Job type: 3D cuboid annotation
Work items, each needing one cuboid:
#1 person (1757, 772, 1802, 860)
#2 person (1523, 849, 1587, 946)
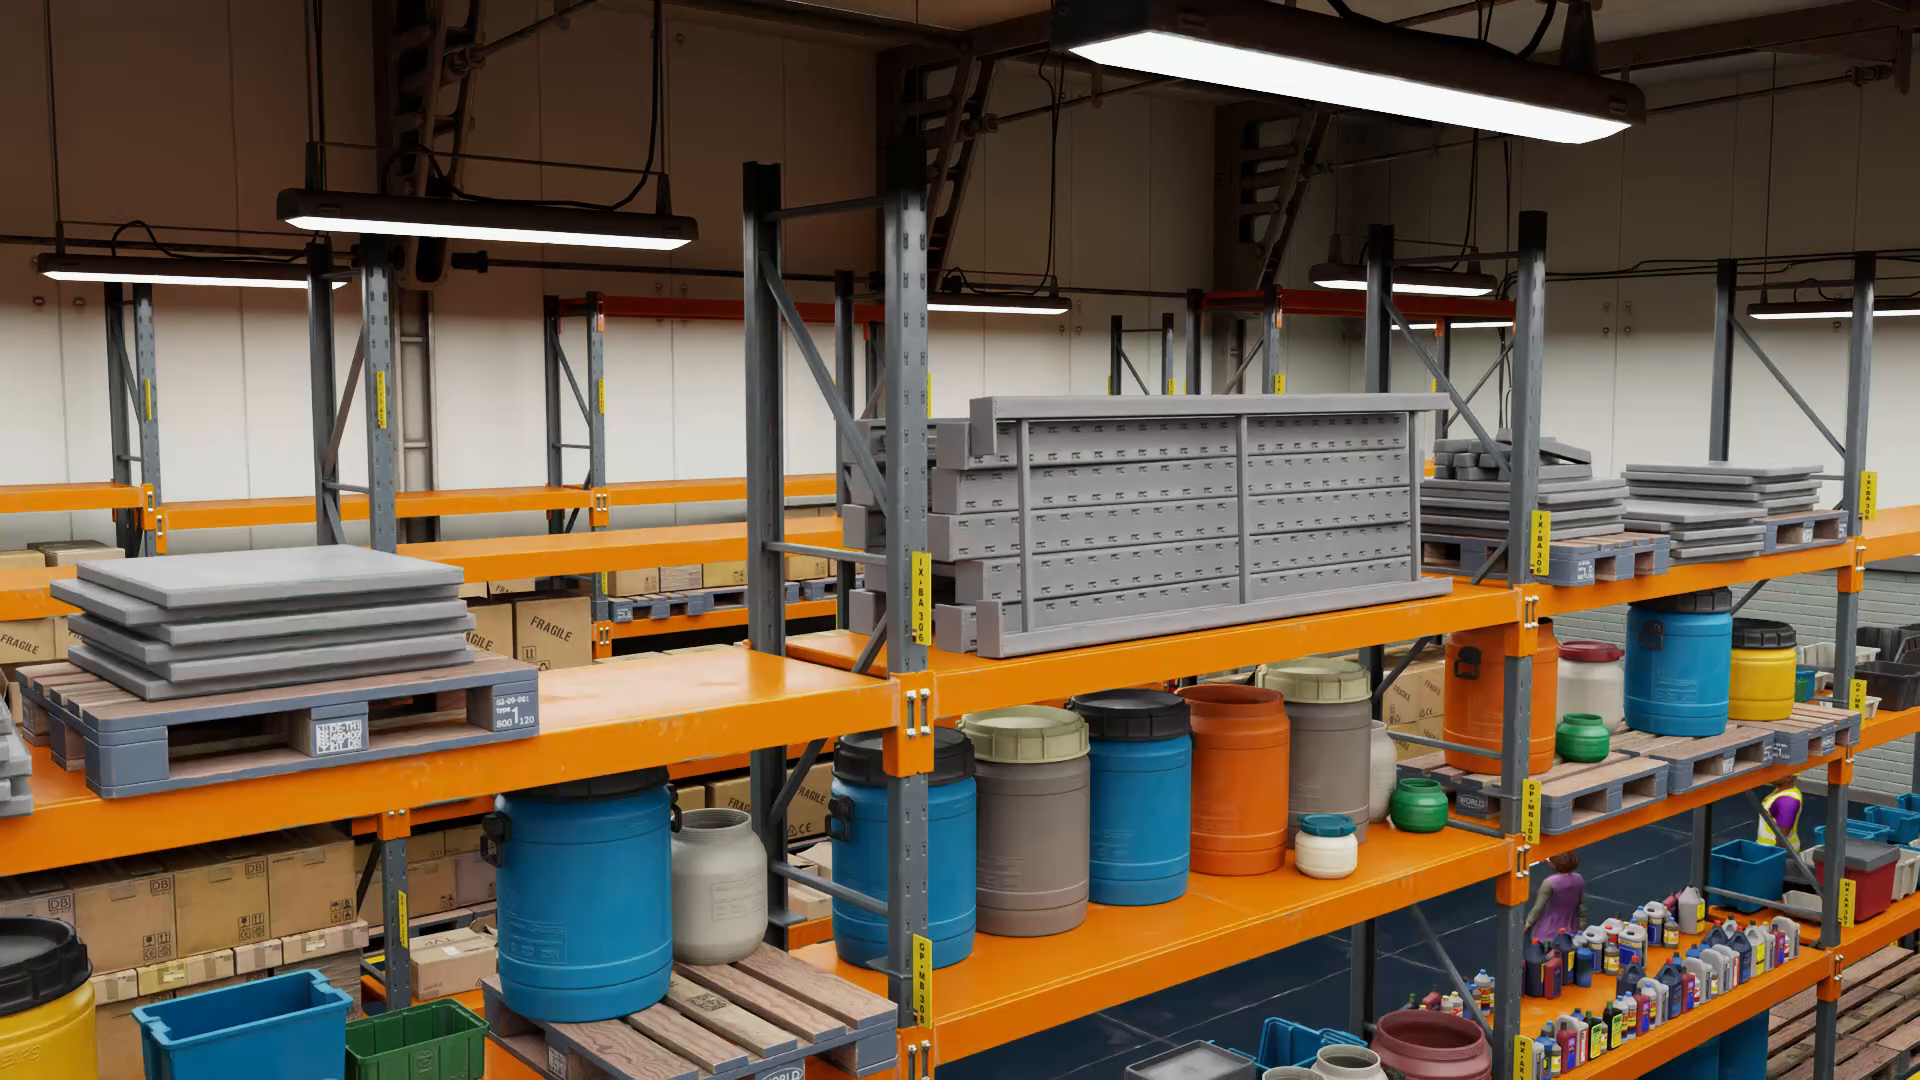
[{"bbox_3d":[7.408,2.832,15.123,0.600,1.765,0.481,-5,8,-45],"label":"person"},{"bbox_3d":[4.623,3.134,12.976,0.499,1.594,0.725,1,6,7],"label":"person"}]
